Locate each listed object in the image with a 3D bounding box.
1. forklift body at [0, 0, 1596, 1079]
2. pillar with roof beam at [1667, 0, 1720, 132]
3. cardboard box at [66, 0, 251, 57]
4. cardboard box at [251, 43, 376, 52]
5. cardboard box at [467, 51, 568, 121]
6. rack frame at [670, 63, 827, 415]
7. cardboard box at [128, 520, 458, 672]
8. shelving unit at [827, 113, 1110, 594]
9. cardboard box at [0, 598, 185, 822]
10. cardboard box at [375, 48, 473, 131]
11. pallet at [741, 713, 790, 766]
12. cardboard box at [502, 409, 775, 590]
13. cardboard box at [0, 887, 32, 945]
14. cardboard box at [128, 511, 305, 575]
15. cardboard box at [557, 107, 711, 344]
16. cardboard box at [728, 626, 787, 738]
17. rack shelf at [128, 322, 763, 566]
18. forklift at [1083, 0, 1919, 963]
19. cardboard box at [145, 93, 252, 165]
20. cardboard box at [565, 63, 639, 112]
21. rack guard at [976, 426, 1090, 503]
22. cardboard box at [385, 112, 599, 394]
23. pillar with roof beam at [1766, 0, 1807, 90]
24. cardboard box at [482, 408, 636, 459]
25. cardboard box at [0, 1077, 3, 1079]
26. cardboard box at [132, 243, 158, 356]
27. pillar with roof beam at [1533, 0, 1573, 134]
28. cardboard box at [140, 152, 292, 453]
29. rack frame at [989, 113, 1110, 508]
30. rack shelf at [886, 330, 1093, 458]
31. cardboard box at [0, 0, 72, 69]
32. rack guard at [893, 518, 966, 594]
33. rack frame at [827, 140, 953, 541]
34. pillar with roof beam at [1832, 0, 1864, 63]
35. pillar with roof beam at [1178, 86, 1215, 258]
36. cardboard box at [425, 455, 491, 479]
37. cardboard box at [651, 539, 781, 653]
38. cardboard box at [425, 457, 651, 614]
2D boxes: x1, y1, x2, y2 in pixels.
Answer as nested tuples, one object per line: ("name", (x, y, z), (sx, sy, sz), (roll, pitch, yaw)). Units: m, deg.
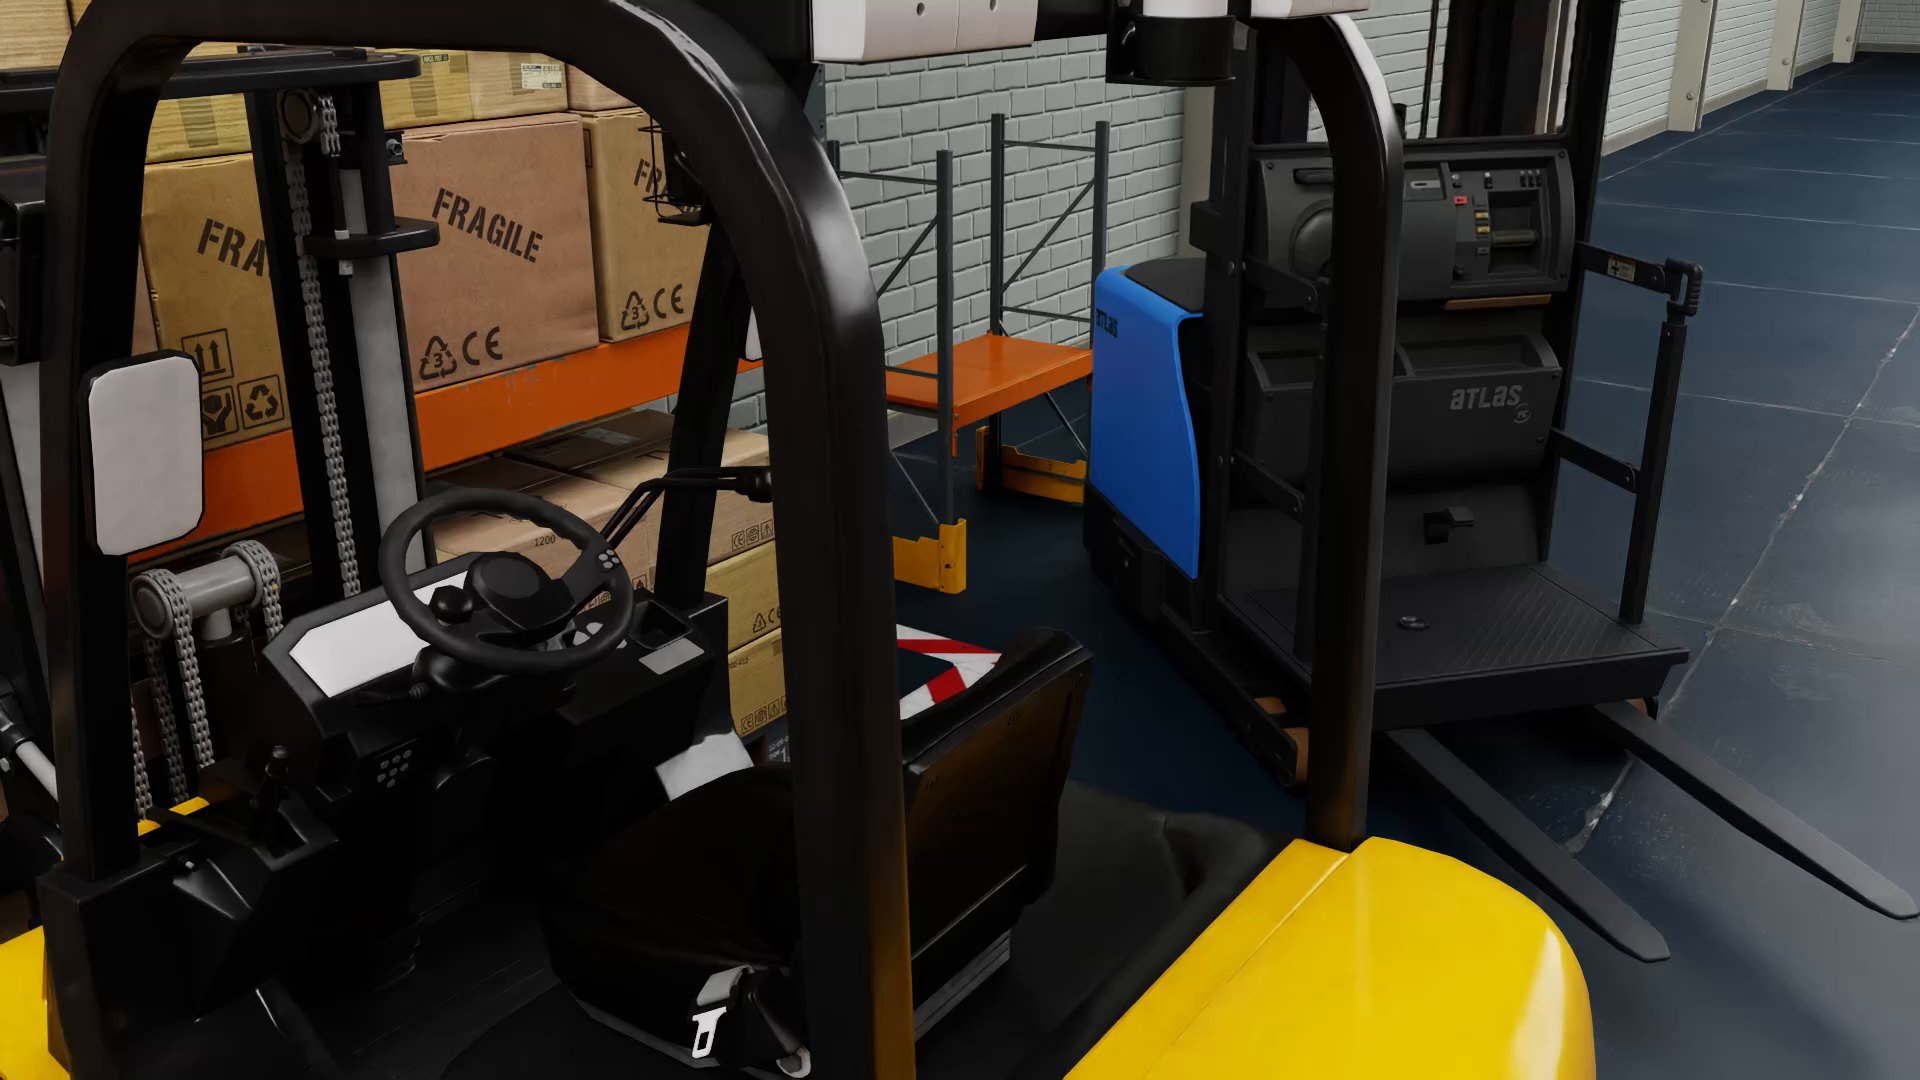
("forklift body", (-0.338, 0.365, 2.178), (2.313, 2.155, 1.214), (13, 24, 32))
("pillar with roof beam", (11.762, -8.048, 15.050), (9.100, 9.000, 0.400), (13, 24, 32))
("cardboard box", (-1.442, -0.894, 2.850), (0.380, 0.149, 0.250), (14, 24, 33))
("cardboard box", (-1.301, -0.969, 3.054), (0.380, 0.149, 0.250), (14, 24, 33))
("cardboard box", (-1.059, -0.988, 3.534), (0.380, 0.149, 0.250), (14, 24, 33))
("rack frame", (-0.781, -0.933, 4.464), (1.000, 3.000, 0.127), (13, 24, 32))
("cardboard box", (-1.339, 0.178, 3.377), (0.500, 0.250, 0.500), (14, 24, 32))
("shelving unit", (0.043, -0.725, 6.064), (0.587, 1.500, 1.083), (13, 24, 32))
("cardboard box", (-1.630, 0.322, 2.988), (0.500, 0.250, 0.500), (13, 24, 31))
("cardboard box", (-1.208, -0.919, 3.348), (0.380, 0.149, 0.250), (13, 24, 31))
("pallet", (-1.176, 0.602, 4.332), (1.003, 0.211, 1.213), (13, 24, 32))
("cardboard box", (-0.781, -0.116, 4.173), (0.500, 0.250, 0.500), (14, 25, 34))
("cardboard box", (-1.644, 0.563, 3.058), (0.500, 0.250, 0.500), (13, 24, 32))
("cardboard box", (-1.775, 0.077, 3.649), (0.500, 0.250, 0.500), (13, 24, 31))
("cardboard box", (-0.840, -0.787, 3.926), (0.500, 0.500, 0.500), (13, 24, 31))
("cardboard box", (-0.783, 0.356, 4.337), (0.500, 0.250, 0.500), (13, 24, 32))
("rack shelf", (-1.905, -0.022, 3.037), (1.077, 0.370, 4.000), (13, 24, 32))
("forklift", (1.315, -0.857, 4.358), (1.130, 2.935, 3.031), (-5, 21, -14))
("cardboard box", (-1.445, -0.757, 2.909), (0.380, 0.149, 0.250), (13, 24, 32))
("cardboard box", (-0.863, -1.051, 3.703), (0.380, 0.149, 0.250), (14, 24, 33))
("rack guard", (0.323, -0.282, 6.667), (0.587, 0.250, 0.087), (13, 24, 32))
("cardboard box", (-1.139, -0.640, 3.528), (0.500, 0.500, 0.500), (14, 25, 33))
("pillar with roof beam", (15.135, -9.769, 19.704), (9.100, 9.000, 0.400), (13, 24, 32))
("cardboard box", (-1.207, -0.208, 4.421), (0.500, 0.250, 0.500), (13, 24, 31))
("cardboard box", (-1.935, 0.934, 2.774), (0.500, 0.250, 0.500), (14, 24, 33))
("cardboard box", (-1.701, -0.347, 2.735), (0.500, 0.500, 0.500), (13, 24, 32))
("pillar with roof beam", (8.389, -6.326, 10.396), (9.100, 9.000, 0.400), (13, 24, 32))
("cardboard box", (-1.427, -0.493, 3.131), (0.500, 0.500, 0.500), (13, 24, 31))
("rack frame", (0.334, -0.874, 6.465), (0.500, 1.500, 0.032), (13, 24, 32))
("rack shelf", (0.048, -0.559, 6.133), (0.538, 0.185, 1.000), (13, 24, 32))
("cardboard box", (-1.665, -0.838, 2.700), (0.380, 0.149, 0.250), (14, 24, 33))
("rack guard", (-0.237, 0.004, 5.894), (0.587, 0.250, 0.087), (13, 24, 32))
("rack frame", (-0.238, -0.582, 5.677), (0.500, 1.500, 0.032), (13, 24, 32))
("pillar with roof beam", (18.507, -11.491, 24.358), (9.100, 9.000, 0.400), (13, 24, 32))
("pillar with roof beam", (5.016, -4.605, 5.742), (9.100, 9.000, 0.400), (13, 24, 32))
("cardboard box", (-1.485, -0.064, 4.032), (0.500, 0.250, 0.500), (13, 24, 32))
("cardboard box", (-0.796, 0.126, 4.239), (0.500, 0.250, 0.500), (13, 24, 31))
("cardboard box", (-1.064, 0.031, 3.773), (0.500, 0.250, 0.500), (14, 24, 33))
